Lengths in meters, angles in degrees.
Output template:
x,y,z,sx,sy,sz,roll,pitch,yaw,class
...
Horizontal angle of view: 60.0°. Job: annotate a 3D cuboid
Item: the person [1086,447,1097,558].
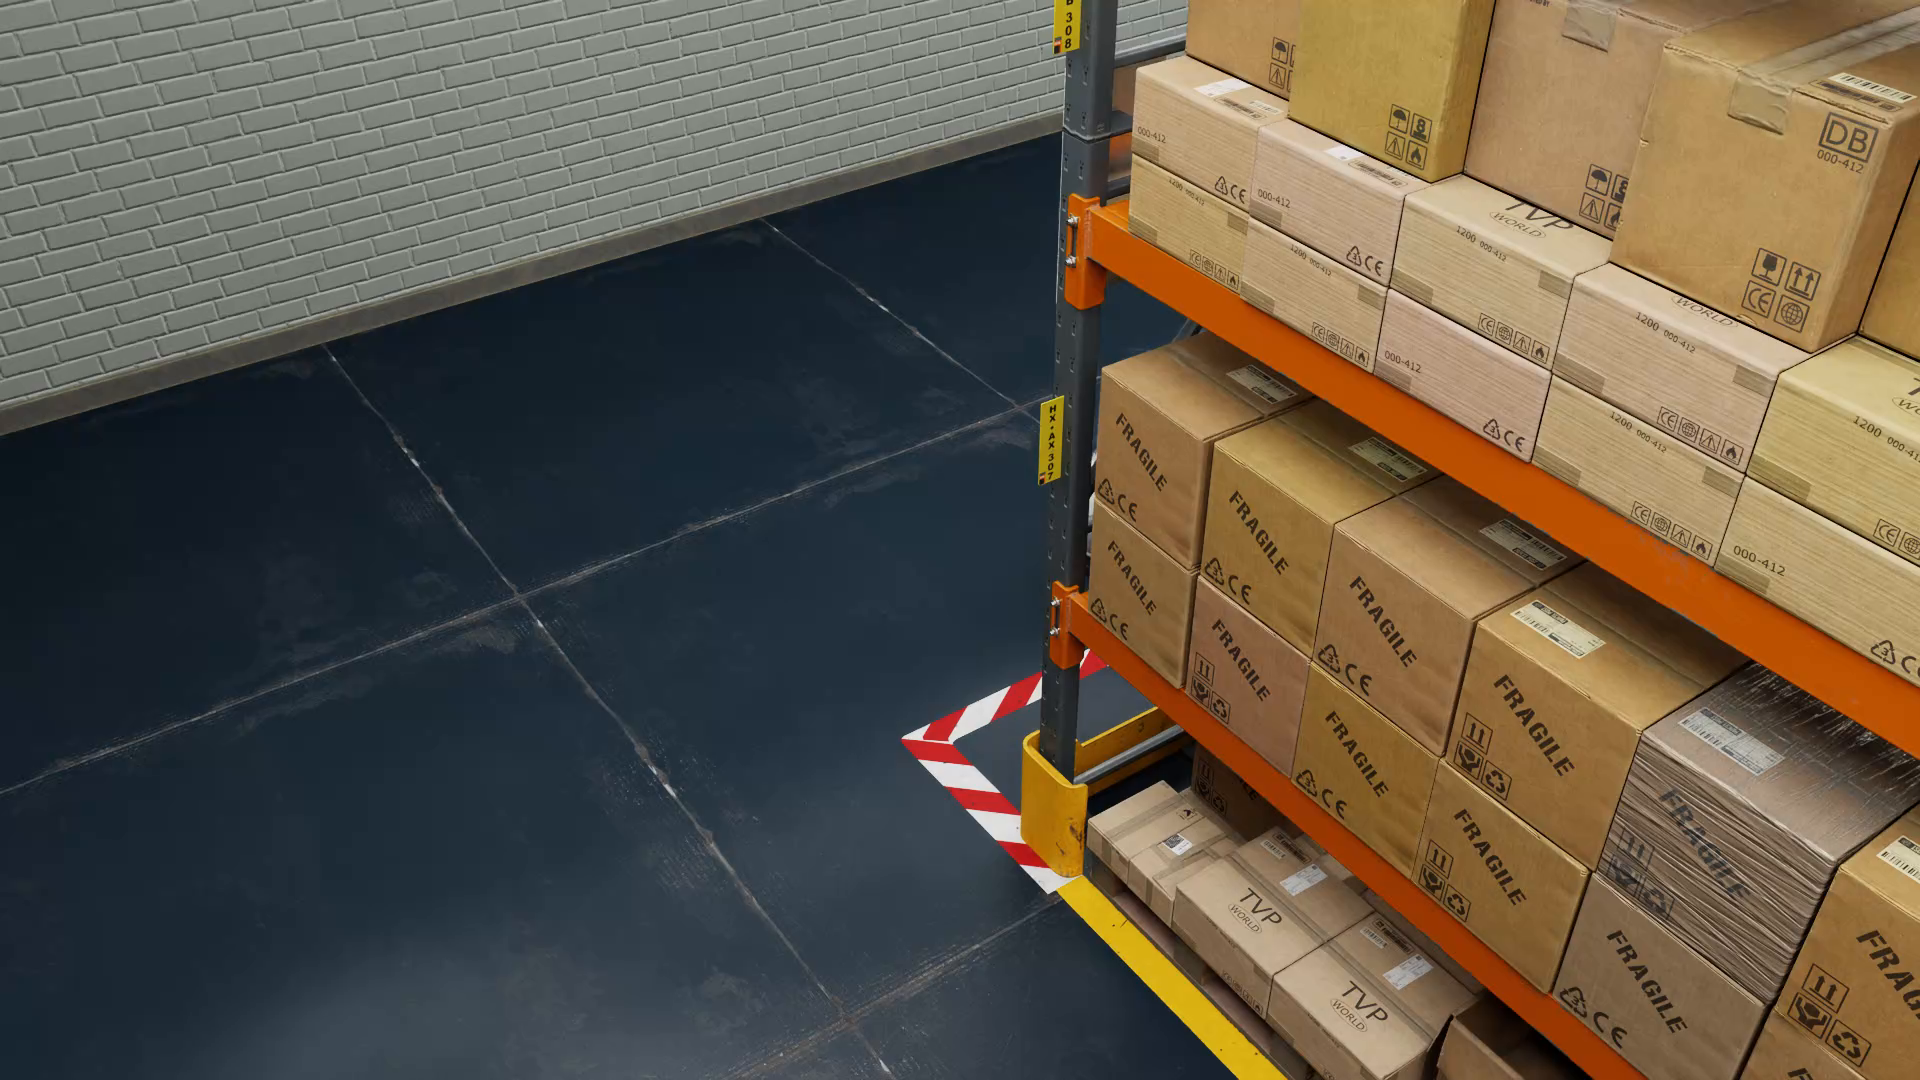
x,y,z,sx,sy,sz,roll,pitch,yaw,class
0.910,-0.319,8.040,0.865,0.953,0.515,-24,43,-28,person
